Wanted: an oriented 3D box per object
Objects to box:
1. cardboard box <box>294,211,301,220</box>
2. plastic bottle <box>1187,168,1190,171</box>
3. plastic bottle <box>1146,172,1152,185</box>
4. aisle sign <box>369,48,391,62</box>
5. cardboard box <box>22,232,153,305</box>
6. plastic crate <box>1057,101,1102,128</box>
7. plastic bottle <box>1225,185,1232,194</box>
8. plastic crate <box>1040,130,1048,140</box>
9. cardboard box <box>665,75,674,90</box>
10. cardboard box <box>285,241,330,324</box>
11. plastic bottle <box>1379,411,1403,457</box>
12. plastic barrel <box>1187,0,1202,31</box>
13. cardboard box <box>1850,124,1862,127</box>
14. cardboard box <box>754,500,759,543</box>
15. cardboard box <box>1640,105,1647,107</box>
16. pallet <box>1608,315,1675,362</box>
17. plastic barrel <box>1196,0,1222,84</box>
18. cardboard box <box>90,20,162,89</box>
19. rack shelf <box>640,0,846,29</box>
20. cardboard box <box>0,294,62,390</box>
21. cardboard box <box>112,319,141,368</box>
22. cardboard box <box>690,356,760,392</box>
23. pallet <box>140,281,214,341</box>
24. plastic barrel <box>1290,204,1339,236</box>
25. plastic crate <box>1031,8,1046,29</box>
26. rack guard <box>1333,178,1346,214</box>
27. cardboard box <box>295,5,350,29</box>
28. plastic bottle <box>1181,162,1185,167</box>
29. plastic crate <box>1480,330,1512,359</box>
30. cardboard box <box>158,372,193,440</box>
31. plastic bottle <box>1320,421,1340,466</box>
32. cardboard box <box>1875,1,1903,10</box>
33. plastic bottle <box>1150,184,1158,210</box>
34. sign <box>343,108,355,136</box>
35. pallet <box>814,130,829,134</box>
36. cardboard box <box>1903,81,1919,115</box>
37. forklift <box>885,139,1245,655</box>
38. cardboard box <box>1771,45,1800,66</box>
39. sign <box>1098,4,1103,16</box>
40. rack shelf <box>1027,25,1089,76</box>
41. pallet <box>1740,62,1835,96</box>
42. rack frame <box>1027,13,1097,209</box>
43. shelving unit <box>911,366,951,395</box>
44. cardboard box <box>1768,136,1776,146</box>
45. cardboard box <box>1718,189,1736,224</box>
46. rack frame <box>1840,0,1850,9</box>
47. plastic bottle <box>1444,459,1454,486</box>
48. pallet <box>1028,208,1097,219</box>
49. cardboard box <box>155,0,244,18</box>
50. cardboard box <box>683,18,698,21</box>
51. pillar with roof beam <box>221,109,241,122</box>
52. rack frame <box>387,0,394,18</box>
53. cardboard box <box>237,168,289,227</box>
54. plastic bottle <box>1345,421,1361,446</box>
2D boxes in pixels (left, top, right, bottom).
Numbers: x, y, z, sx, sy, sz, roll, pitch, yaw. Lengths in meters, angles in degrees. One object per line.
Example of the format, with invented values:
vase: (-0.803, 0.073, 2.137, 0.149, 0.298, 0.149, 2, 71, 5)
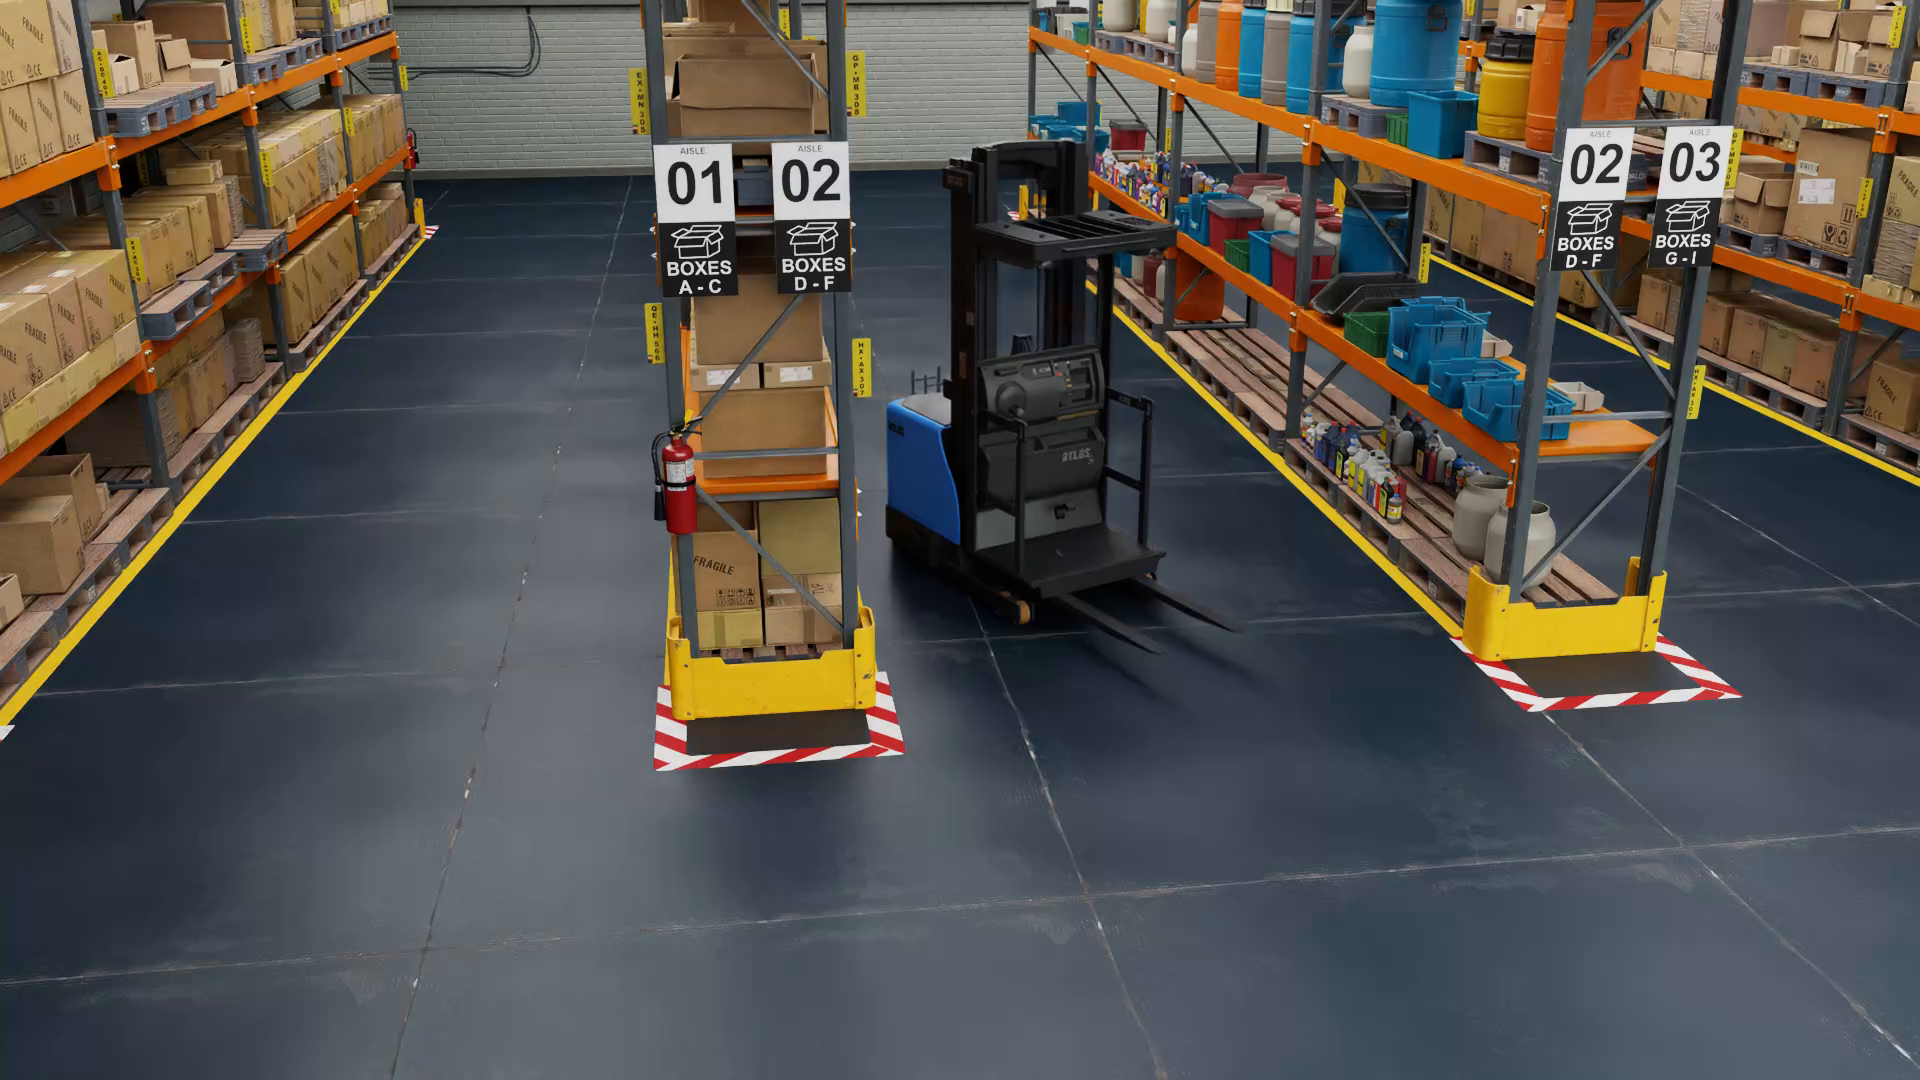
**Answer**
cardboard box: (-7.173, -3.453, 17.505, 0.380, 0.149, 0.250, -3, 21, -7)
plastic bottle: (2.643, -4.180, 19.304, 0.097, 0.271, 0.097, 0, 20, 0)
plastic bottle: (2.133, -4.022, 18.865, 0.061, 0.283, 0.133, -3, 21, -8)
aisle sign: (-8.008, -7.019, 23.007, 0.394, 0.787, 0.004, -3, 21, -8)
cardboard box: (-6.605, -2.038, 12.613, 0.700, 0.500, 0.500, -3, 21, -8)
plastic crate: (1.742, -6.199, 24.391, 0.616, 0.435, 0.499, -3, 21, -8)
plastic bottle: (2.917, -3.719, 18.053, 0.061, 0.283, 0.133, -3, 21, -8)
plastic crate: (1.281, -5.714, 23.518, 0.250, 0.136, 0.298, -3, 21, -8)
cardboard box: (-1.594, -2.677, 10.136, 0.500, 0.311, 0.500, -1, 20, -1)
cardboard box: (-7.238, -2.746, 17.754, 0.750, 0.750, 0.750, -3, 21, -8)
plastic bottle: (3.474, -0.856, 13.378, 0.144, 0.351, 0.185, -3, 21, -8)
plastic barrel: (2.583, -5.491, 17.130, 0.600, 0.830, 0.708, -3, 21, -8)
cardboard box: (11.592, -5.354, 21.173, 0.380, 0.149, 0.250, -3, 21, -7)
cardboard box: (-1.103, -0.275, 10.924, 0.500, 0.500, 0.500, -3, 21, -8)
cardboard box: (7.383, -4.738, 19.037, 0.797, 0.503, 0.637, -2, 21, -6)
pallet: (7.675, -2.164, 17.709, 1.003, 0.211, 1.213, -3, 21, -8)
plastic barrel: (2.566, -4.836, 15.874, 0.600, 0.901, 0.600, 0, 20, 0)
cardboard box: (-6.742, -3.876, 13.276, 0.500, 0.500, 0.500, -4, 21, -10)
rack shelf: (-1.375, -3.451, 10.196, 1.077, 0.370, 4.000, -3, 21, -8)
cardboard box: (-5.975, -1.222, 10.314, 0.500, 0.500, 0.500, -2, 21, -6)
cardboard box: (-6.197, -1.397, 11.856, 0.500, 0.250, 0.500, -3, 21, -8)
cardboard box: (-1.330, -0.946, 9.393, 0.380, 0.149, 0.250, -3, 21, -9)
pallet: (-6.531, -1.789, 12.993, 1.003, 0.211, 1.213, -3, 21, -8)
plastic barrel: (3.212, -2.766, 15.142, 0.433, 0.535, 0.433, 0, 20, 0)
plastic crate: (1.289, -7.458, 23.796, 0.497, 0.269, 0.590, -3, 21, -8)
rack guard: (6.407, -5.348, 25.821, 1.175, 0.500, 0.348, -3, 21, -8)
cardboard box: (-7.557, -6.208, 19.734, 0.500, 0.250, 0.500, -3, 21, -8)
plastic bottle: (2.607, -4.350, 19.754, 0.152, 0.276, 0.135, -3, 21, -8)
plastic crate: (3.723, -1.433, 12.144, 0.530, 0.136, 0.437, -3, 21, -8)
cardboard box: (-6.812, -1.072, 13.744, 0.700, 0.500, 0.500, -3, 21, -9)
plastic bottle: (2.944, -0.771, 13.151, 0.144, 0.351, 0.185, -2, 21, -6)
cardboard box: (11.829, -6.586, 20.803, 0.500, 0.311, 0.500, -3, 21, -9)
plastic bottle: (2.122, -3.738, 18.121, 0.097, 0.271, 0.097, 0, 20, 0)
sign: (-7.183, -4.913, 19.541, 0.100, 0.325, 0.005, -3, 21, -8)
pallet: (-1.342, -2.506, 10.478, 1.003, 0.211, 1.213, -3, 21, -8)
cardboard box: (7.951, -3.522, 13.287, 0.500, 0.250, 0.500, -4, 21, -10)
forklift: (0.660, -1.005, 10.717, 1.130, 2.935, 3.031, -12, 24, -29)
cardboard box: (7.771, -4.493, 15.405, 0.380, 0.166, 0.250, -3, 21, -9)
sign: (2.051, -7.651, 24.276, 0.100, 0.325, 0.005, -3, 21, -8)
rack shelf: (1.797, -6.637, 22.440, 1.077, 0.370, 4.000, -3, 21, -8)
pallet: (8.004, -4.251, 15.293, 1.213, 0.211, 1.003, -3, 21, -8)
rack frame: (1.509, -6.261, 24.693, 1.000, 3.000, 0.127, -3, 21, -8)
shelving unit: (-0.203, -0.670, 12.296, 0.258, 1.200, 0.189, -12, 24, -29)
cardboard box: (11.543, -5.583, 23.235, 0.380, 0.149, 0.250, -3, 21, -9)
cardboard box: (7.577, -3.276, 16.314, 0.500, 0.250, 0.500, -4, 21, -9)
rack frame: (11.909, -8.152, 21.180, 1.000, 3.000, 0.127, -3, 21, -8)
plastic bottle: (3.755, -0.519, 12.689, 0.097, 0.201, 0.097, 0, 20, 0)
pallet: (1.589, -4.667, 24.411, 1.003, 0.211, 1.213, -3, 21, -8)
cardboard box: (-7.397, -4.996, 16.246, 0.700, 0.500, 0.500, -4, 21, -11)
cardboard box: (-2.485, -5.201, 17.424, 0.910, 0.500, 0.500, -3, 21, -8)
pillar with roof beam: (-4.415, -7.603, 19.711, 9.100, 9.000, 0.400, -3, 21, -8)
rack frame: (-8.295, -8.572, 22.305, 1.000, 3.000, 0.127, -3, 21, -8)
cardboard box: (-6.958, -3.368, 16.351, 0.500, 0.500, 0.500, -2, 21, -6)
plastic bottle: (3.087, -0.778, 13.170, 0.144, 0.351, 0.185, -3, 21, -8)
